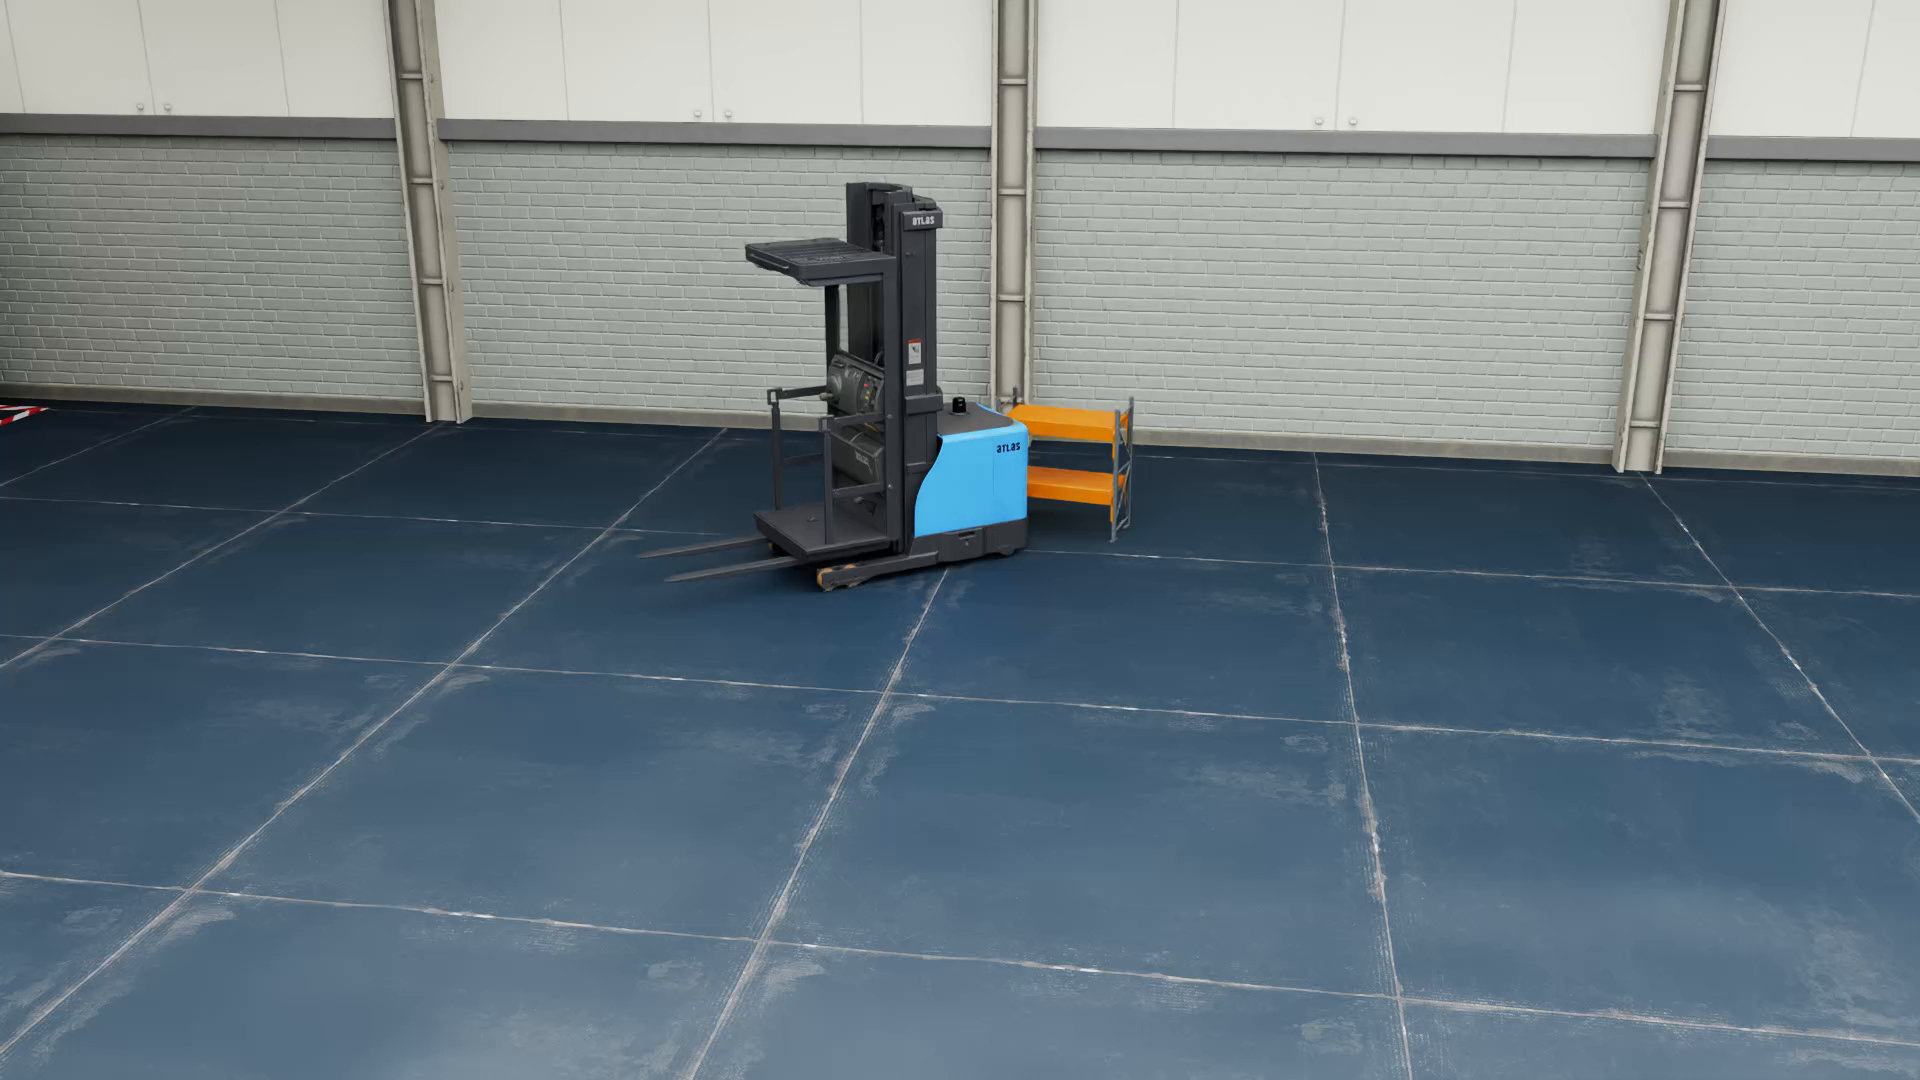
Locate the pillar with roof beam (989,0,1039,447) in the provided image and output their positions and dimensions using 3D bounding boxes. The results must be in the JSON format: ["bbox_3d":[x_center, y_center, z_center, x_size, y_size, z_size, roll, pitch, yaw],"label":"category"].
[{"bbox_3d":[-0.169,-3.902,11.283,0.400,9.000,9.100,3,19,9],"label":"pillar with roof beam"}]

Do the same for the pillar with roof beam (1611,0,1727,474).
[{"bbox_3d":[5.755,-3.600,10.380,0.400,9.000,9.100,3,19,9],"label":"pillar with roof beam"}]

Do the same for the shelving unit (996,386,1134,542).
[{"bbox_3d":[0.872,-0.644,13.955,1.048,1.125,0.538,7,20,19],"label":"shelving unit"}]

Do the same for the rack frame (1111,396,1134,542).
[{"bbox_3d":[1.349,-0.589,13.791,0.032,1.125,0.500,7,20,19],"label":"rack frame"}]

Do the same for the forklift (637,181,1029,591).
[{"bbox_3d":[-0.990,-1.195,12.755,3.031,2.935,1.130,-10,21,-27],"label":"forklift"}]

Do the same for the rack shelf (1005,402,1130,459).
[{"bbox_3d":[0.872,-0.921,13.862,1.000,0.278,0.538,7,20,19],"label":"rack shelf"}]

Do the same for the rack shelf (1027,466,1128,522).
[{"bbox_3d":[0.872,-0.412,14.032,1.000,0.278,0.538,7,20,19],"label":"rack shelf"}]

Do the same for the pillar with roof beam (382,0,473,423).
[{"bbox_3d":[-6.094,-4.204,12.185,0.400,9.000,9.100,3,19,9],"label":"pillar with roof beam"}]

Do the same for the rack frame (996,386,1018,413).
[{"bbox_3d":[0.394,-0.699,14.119,0.032,1.125,0.500,7,20,19],"label":"rack frame"}]
